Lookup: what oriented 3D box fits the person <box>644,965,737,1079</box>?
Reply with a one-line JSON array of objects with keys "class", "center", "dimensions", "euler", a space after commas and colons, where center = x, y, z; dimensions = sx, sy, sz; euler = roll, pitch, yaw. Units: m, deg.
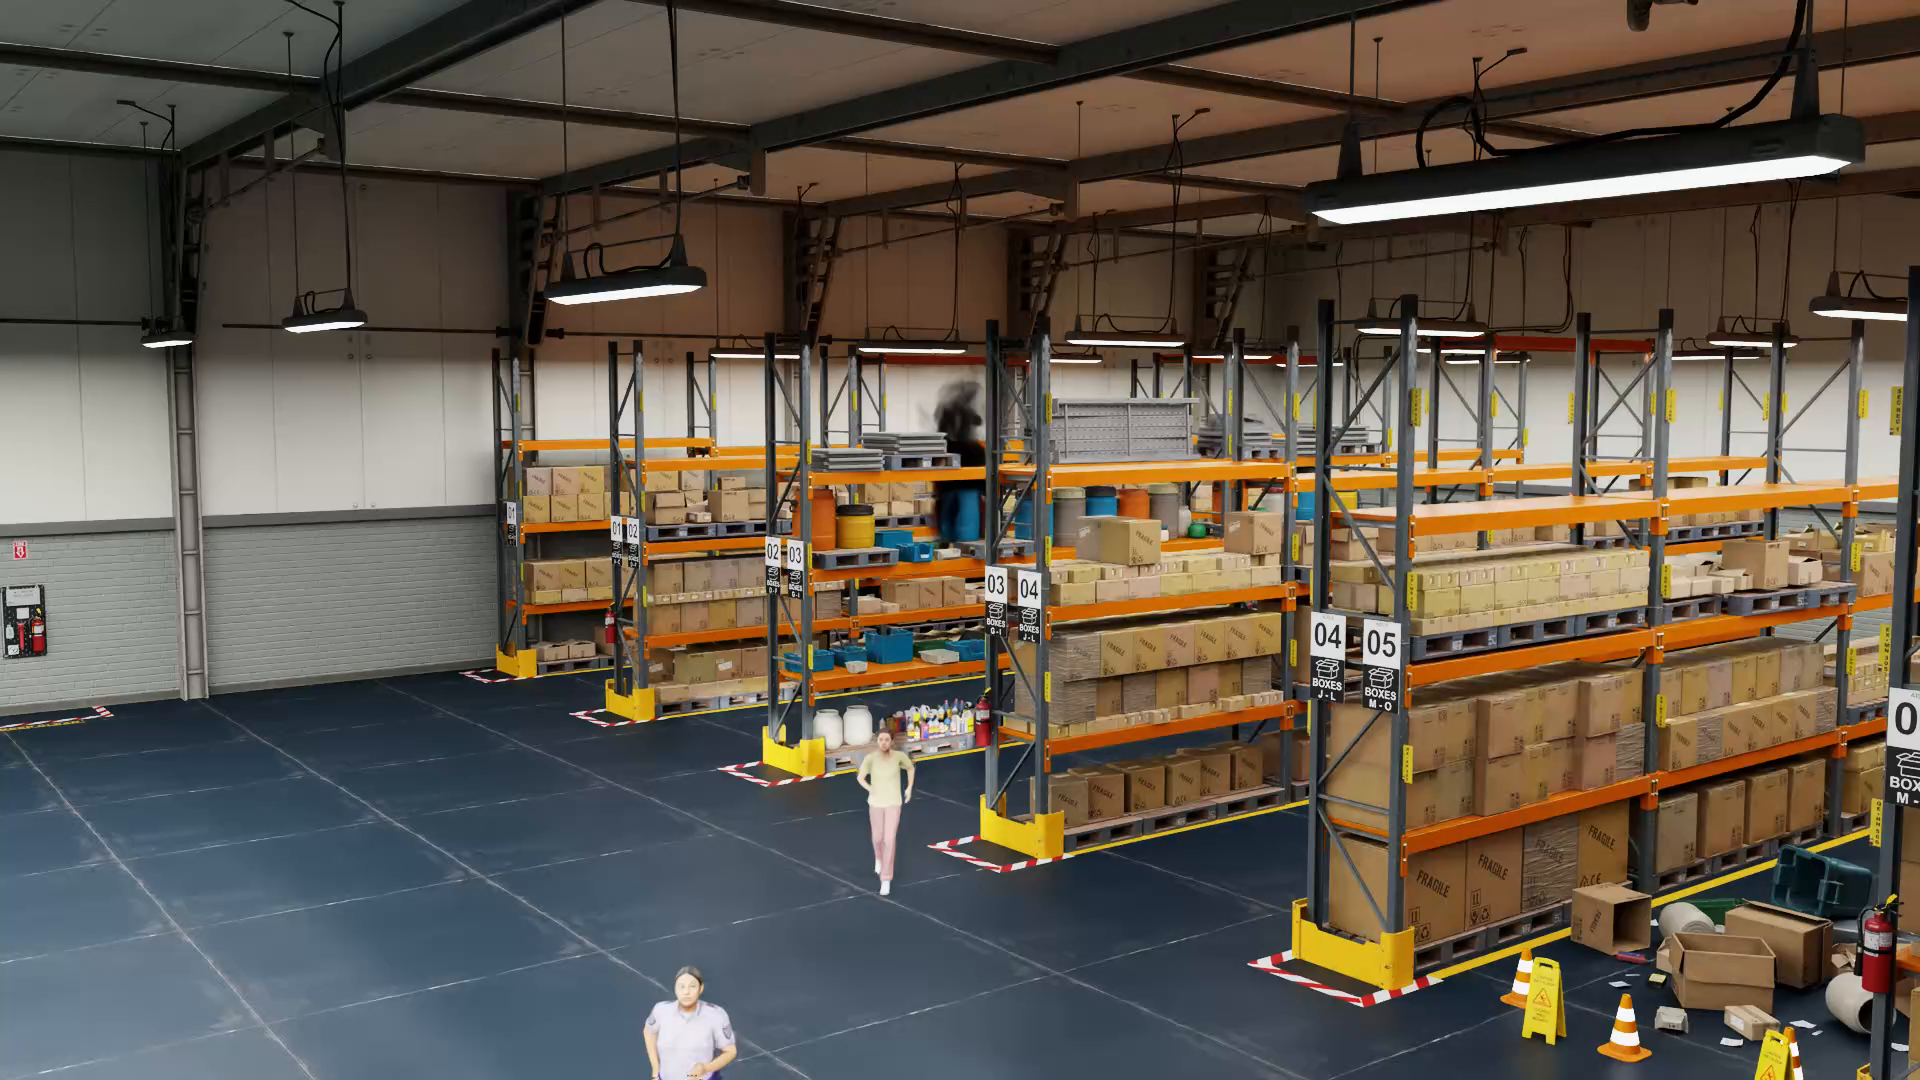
[{"class": "person", "center": [-1.670, 3.467, 10.269], "dimensions": [0.592, 1.716, 0.659], "euler": [0, 5, -3]}]

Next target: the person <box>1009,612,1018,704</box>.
[{"class": "person", "center": [1.083, 1.887, 28.005], "dimensions": [0.774, 1.730, 0.588], "euler": [-5, 7, -44]}]

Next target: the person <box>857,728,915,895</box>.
[{"class": "person", "center": [-0.781, 2.798, 17.506], "dimensions": [0.597, 1.687, 0.845], "euler": [0, 5, 2]}]
